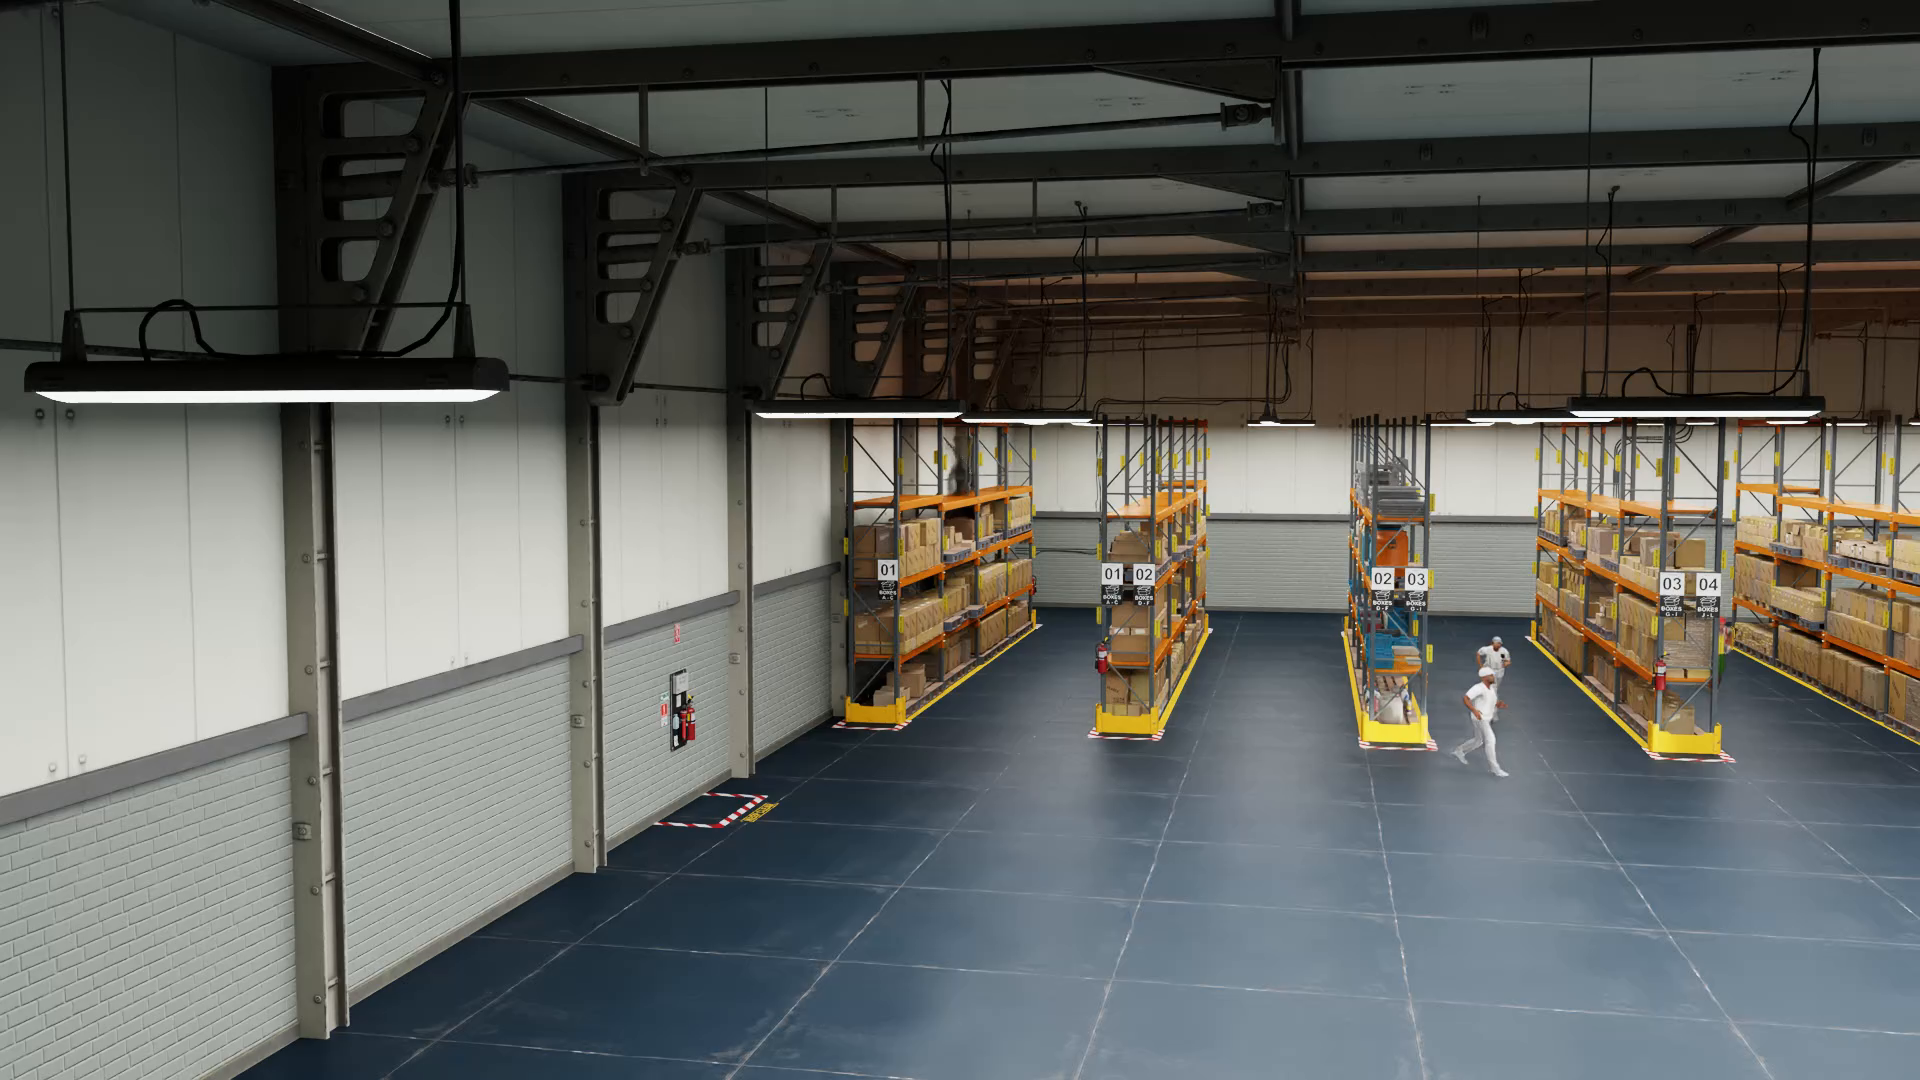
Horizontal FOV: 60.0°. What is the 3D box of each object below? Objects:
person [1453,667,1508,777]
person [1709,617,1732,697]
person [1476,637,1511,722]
[{"bbox_3d":[8.653,2.993,27.650,0.982,1.778,0.716,3,5,36],"label":"person"},{"bbox_3d":[16.338,2.489,36.016,0.669,1.731,0.989,0,4,1],"label":"person"},{"bbox_3d":[10.566,2.722,33.014,0.603,1.680,0.963,0,4,-4],"label":"person"}]
